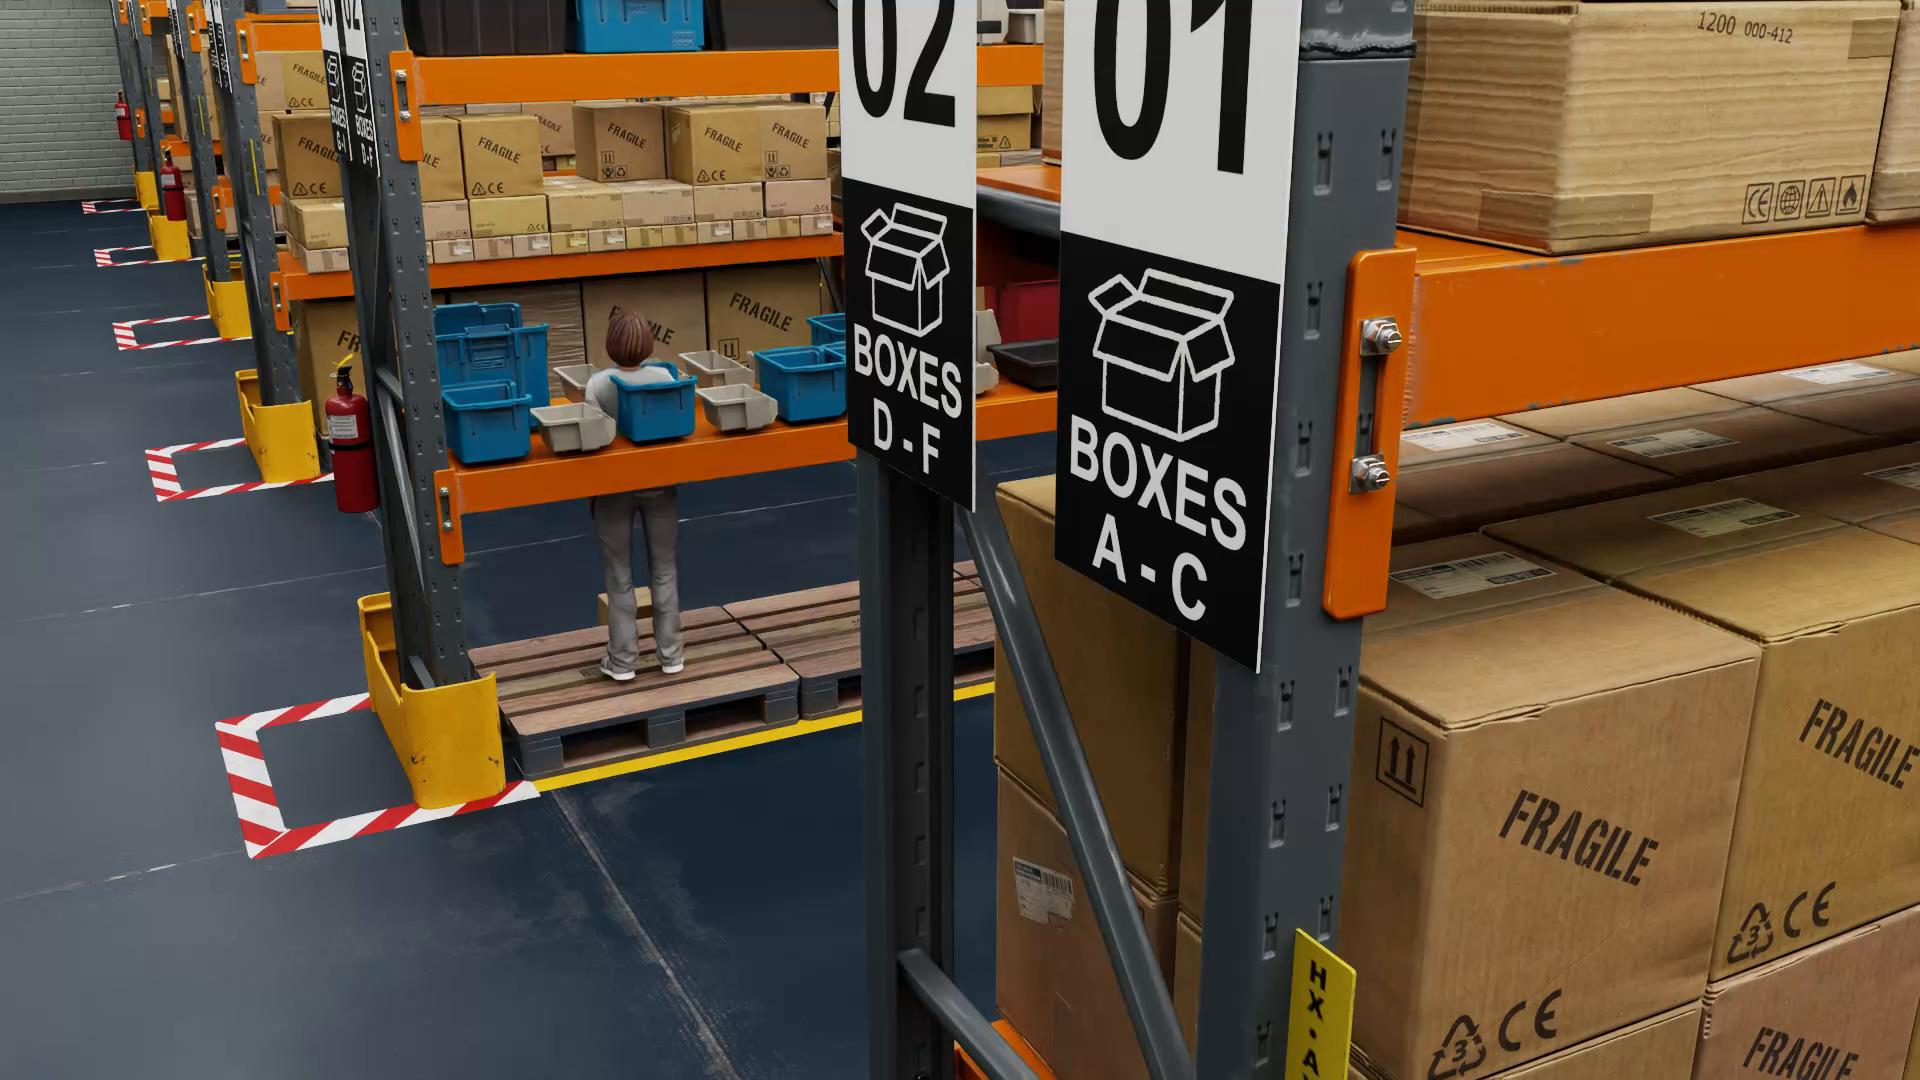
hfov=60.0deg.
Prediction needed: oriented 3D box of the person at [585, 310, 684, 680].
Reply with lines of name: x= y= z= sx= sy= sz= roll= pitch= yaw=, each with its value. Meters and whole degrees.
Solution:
person: x=-1.352 y=-0.181 z=6.920 sx=0.407 sy=1.589 sz=0.355 roll=-7 pitch=20 yaw=-19
